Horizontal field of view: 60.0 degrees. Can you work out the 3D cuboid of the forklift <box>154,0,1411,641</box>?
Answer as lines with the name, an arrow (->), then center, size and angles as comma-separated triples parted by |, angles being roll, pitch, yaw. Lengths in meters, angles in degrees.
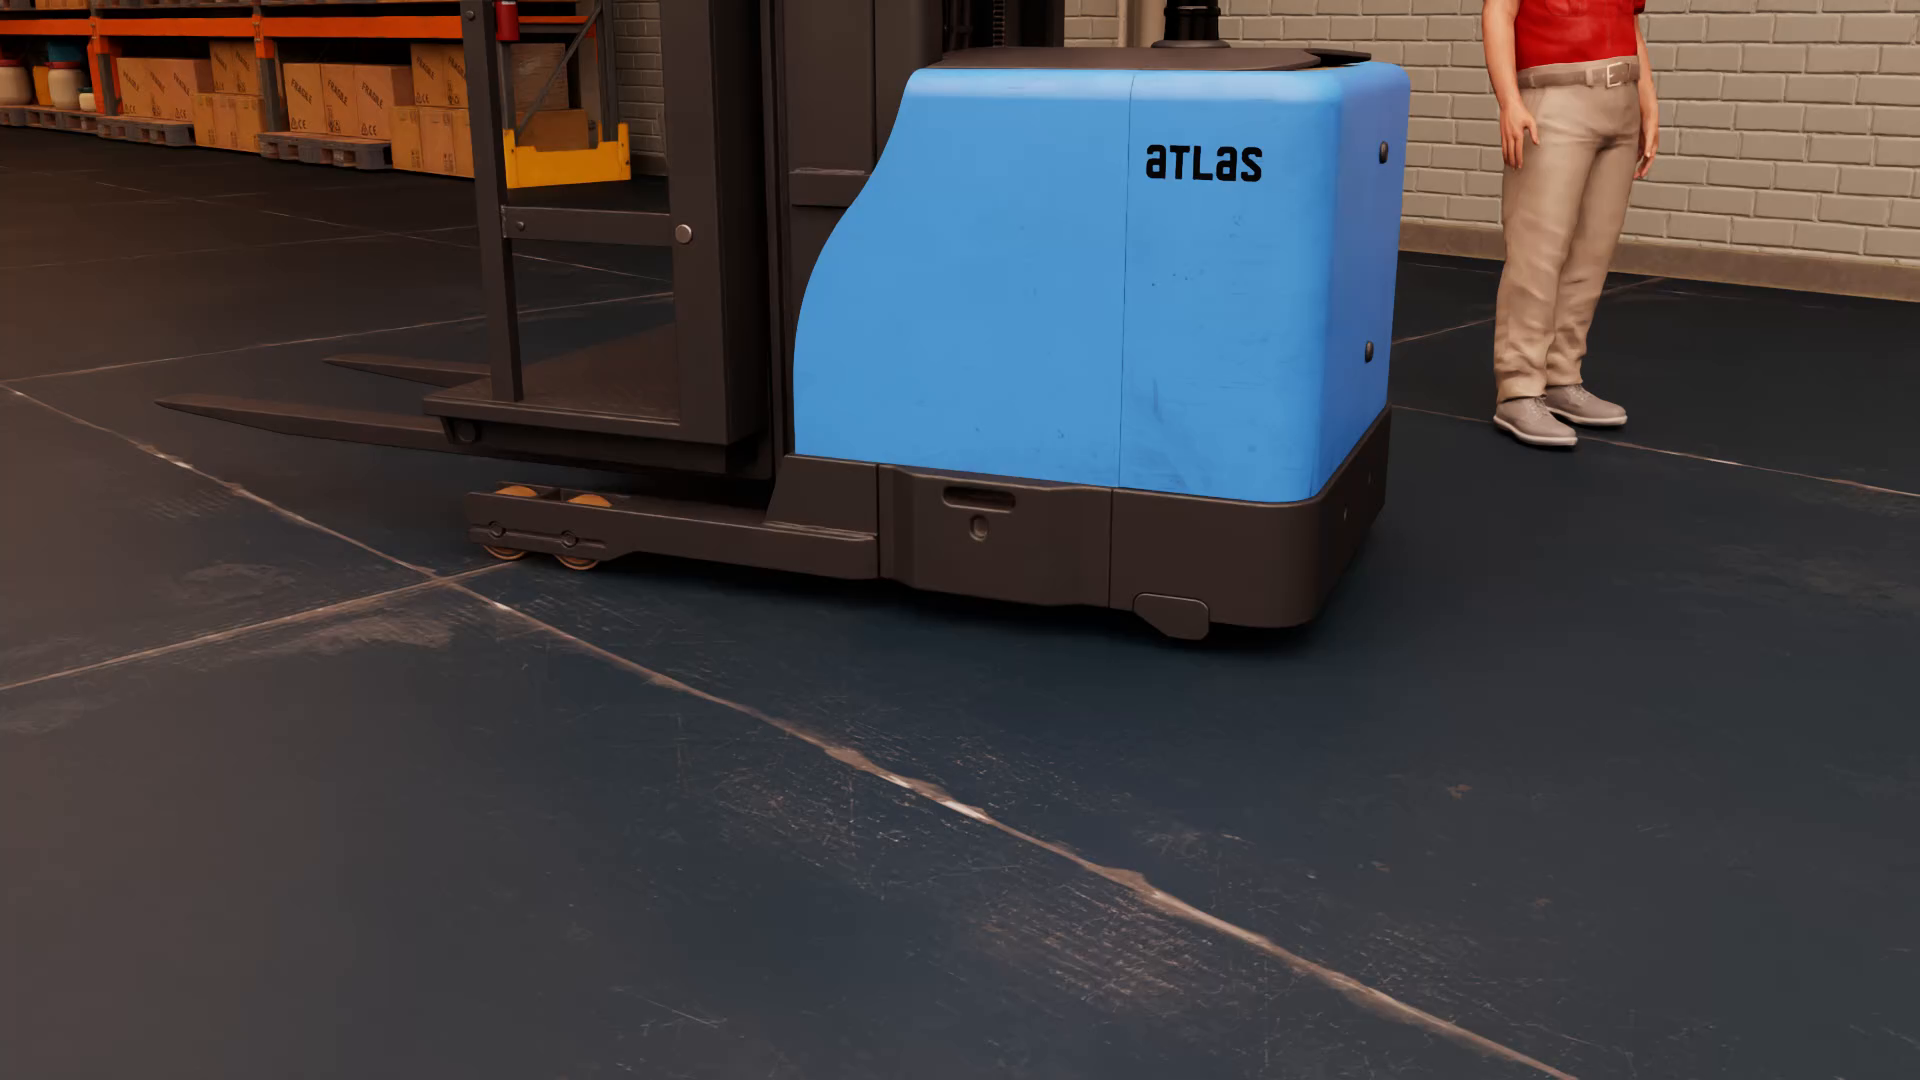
forklift -> -0.563, -1.469, 3.684 | 3.031, 2.935, 1.130 | 7, 18, 21

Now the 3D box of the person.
person -> 1.825, -1.185, 4.782 | 0.640, 1.727, 0.551 | -9, 19, -27
